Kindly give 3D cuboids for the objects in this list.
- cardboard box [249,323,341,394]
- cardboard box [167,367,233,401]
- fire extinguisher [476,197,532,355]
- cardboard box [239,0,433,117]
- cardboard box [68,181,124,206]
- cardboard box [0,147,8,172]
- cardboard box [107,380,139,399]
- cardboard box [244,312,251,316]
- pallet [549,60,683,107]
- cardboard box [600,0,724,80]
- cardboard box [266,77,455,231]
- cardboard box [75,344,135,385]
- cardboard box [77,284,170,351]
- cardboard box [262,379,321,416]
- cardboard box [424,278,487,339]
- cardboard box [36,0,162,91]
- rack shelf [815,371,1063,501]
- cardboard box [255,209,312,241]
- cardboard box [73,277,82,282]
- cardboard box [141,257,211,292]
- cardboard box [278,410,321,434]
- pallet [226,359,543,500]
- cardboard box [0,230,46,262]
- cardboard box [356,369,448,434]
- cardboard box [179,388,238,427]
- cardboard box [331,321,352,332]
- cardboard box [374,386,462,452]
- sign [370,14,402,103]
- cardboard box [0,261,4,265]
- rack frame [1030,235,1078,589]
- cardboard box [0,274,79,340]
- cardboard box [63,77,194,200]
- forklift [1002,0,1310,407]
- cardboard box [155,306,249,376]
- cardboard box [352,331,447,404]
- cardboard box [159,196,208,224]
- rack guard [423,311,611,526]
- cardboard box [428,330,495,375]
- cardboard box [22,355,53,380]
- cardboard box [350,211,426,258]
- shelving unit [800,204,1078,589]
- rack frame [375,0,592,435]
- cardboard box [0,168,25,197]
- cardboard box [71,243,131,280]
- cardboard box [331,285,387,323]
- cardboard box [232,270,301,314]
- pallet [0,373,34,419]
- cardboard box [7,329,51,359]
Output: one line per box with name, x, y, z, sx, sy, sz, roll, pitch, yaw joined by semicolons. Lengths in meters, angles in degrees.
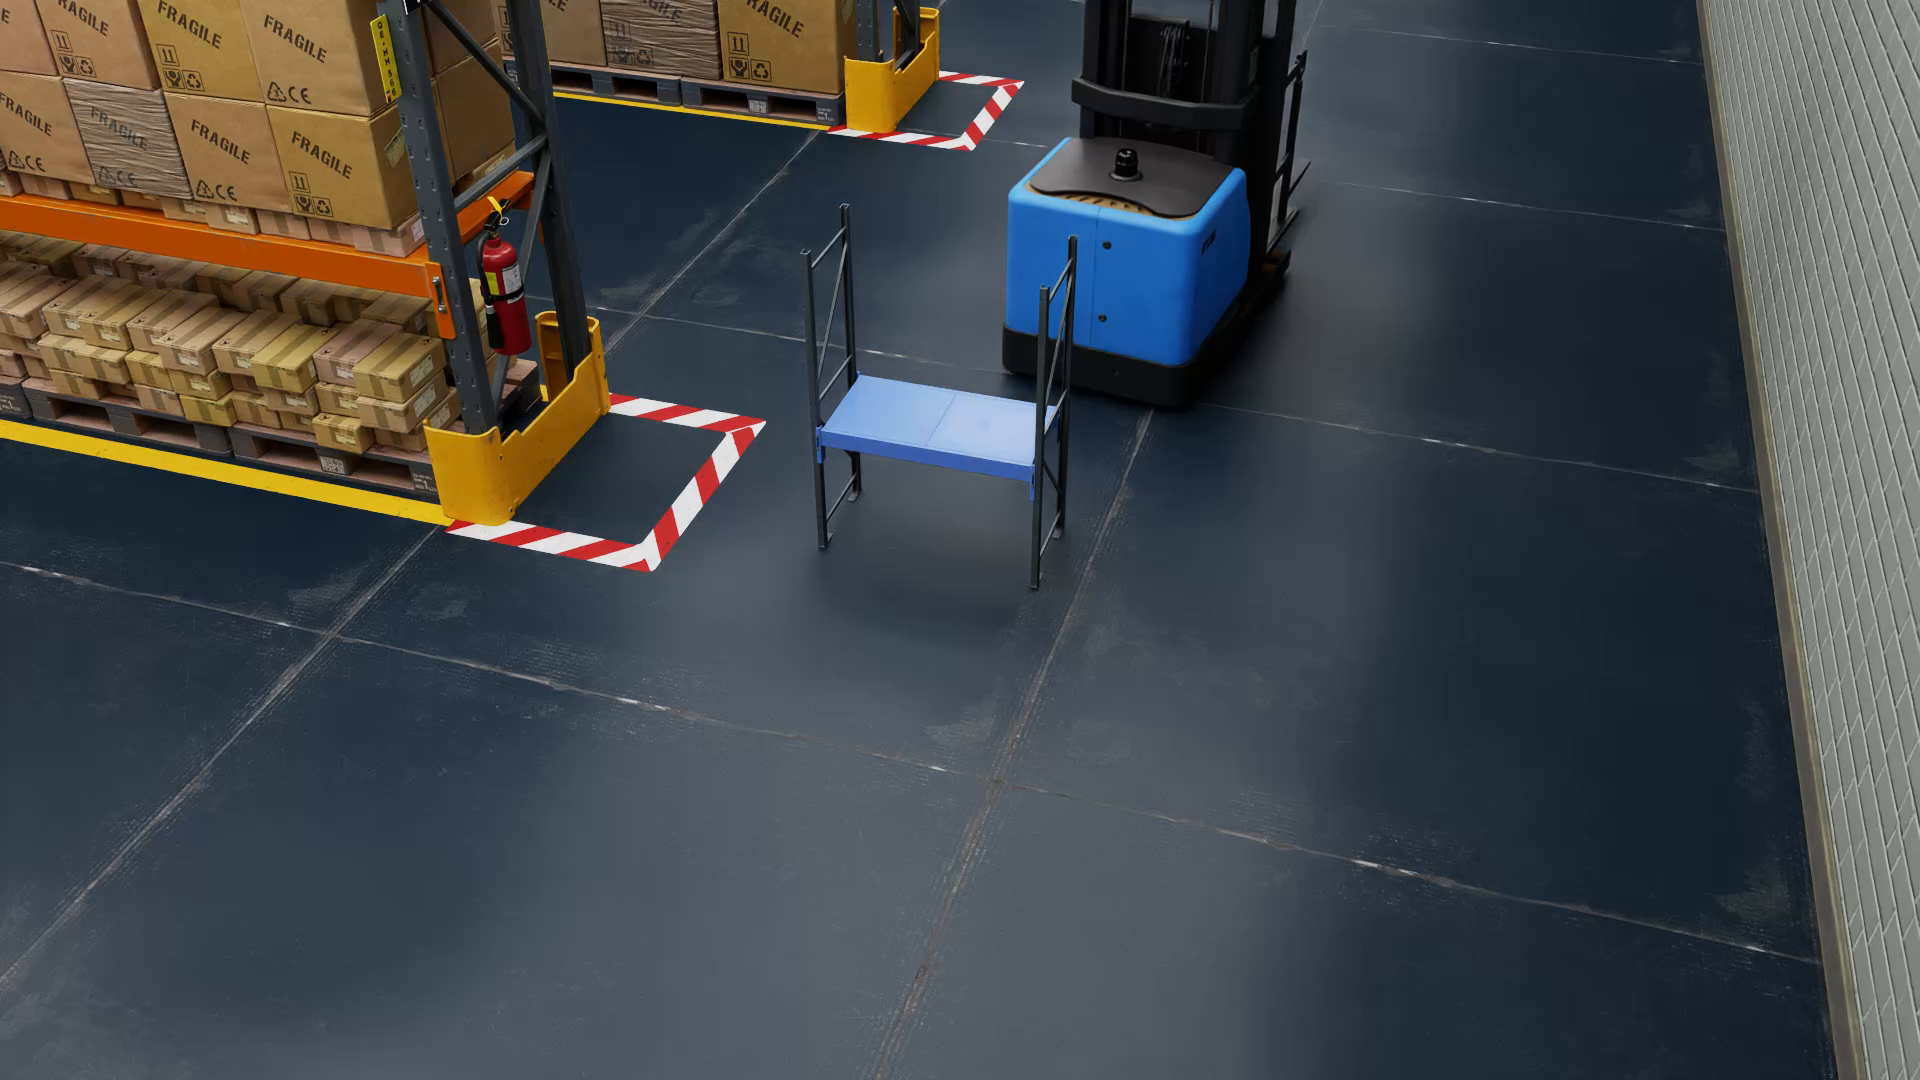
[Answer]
cardboard box;-3.162;-0.872;7.953;0.250;0.149;0.380;10;37;13
cardboard box;-3.657;-0.858;8.185;0.250;0.149;0.380;11;38;15
fire extinguisher;-1.971;-1.123;7.125;0.183;0.674;0.296;10;38;14
cardboard box;-2.584;-2.113;6.911;0.500;0.500;0.500;10;37;13
cardboard box;-3.930;-1.722;7.771;0.250;0.149;0.380;11;38;15
cardboard box;-4.549;-2.054;7.675;0.500;0.500;0.500;10;37;13
cardboard box;-4.116;-0.882;8.469;0.250;0.149;0.380;12;38;15
cardboard box;-3.496;-1.162;8.598;0.250;0.149;0.380;9;37;12
pallet;-2.445;-3.589;12.449;1.213;0.211;1.003;10;38;14
cardboard box;-2.001;-3.941;12.012;0.875;0.875;0.875;10;38;14
cardboard box;-2.579;-1.704;7.199;0.500;0.500;0.500;11;38;15
cardboard box;-4.167;-0.946;8.305;0.250;0.149;0.380;11;38;14
cardboard box;-4.140;-1.109;8.275;0.250;0.149;0.380;11;38;14
cardboard box;-3.159;-0.773;8.070;0.250;0.149;0.380;9;37;12
cardboard box;-2.472;-1.155;8.338;0.250;0.149;0.380;9;37;12
cardboard box;-3.567;-2.289;7.151;0.500;0.500;0.500;12;38;16
rack shelf;-0.081;-0.474;7.433;1.000;0.185;0.538;10;38;14
cardboard box;-2.939;-1.508;7.480;0.250;0.149;0.380;10;38;13
cardboard box;-4.514;-1.370;8.881;0.250;0.149;0.380;11;38;15
cardboard box;-4.003;-1.367;8.626;0.250;0.149;0.380;11;38;14
cardboard box;-3.140;-0.690;8.207;0.250;0.149;0.380;10;38;14
pallet;-2.911;-0.664;8.474;1.213;0.211;1.003;10;38;14
cardboard box;-4.979;-1.599;8.941;0.250;0.149;0.380;10;38;13
cardboard box;-2.662;-0.683;7.947;0.250;0.149;0.380;10;37;13
cardboard box;-3.642;-0.735;8.270;0.250;0.149;0.380;9;37;12
cardboard box;-3.002;-1.062;8.462;0.250;0.149;0.380;11;38;14
cardboard box;-2.638;-0.606;8.094;0.250;0.149;0.380;11;38;15
sign;-2.258;-1.893;6.548;0.005;0.325;0.100;10;38;14
cardboard box;-5.123;-1.300;8.535;0.250;0.149;0.380;10;38;13
rack frame;0.404;-0.529;7.204;0.032;1.500;0.500;10;38;14
cardboard box;-4.649;-1.176;8.366;0.250;0.149;0.380;11;38;15
cardboard box;-3.556;-1.882;7.441;0.500;0.500;0.500;11;38;14
forklift;1.308;-2.729;8.986;1.130;2.935;3.031;15;39;20
cardboard box;-3.663;-0.969;8.085;0.250;0.149;0.380;12;38;16
cardboard box;-2.654;-0.821;7.884;0.250;0.149;0.380;11;38;14
cardboard box;-3.432;-1.603;7.609;0.250;0.149;0.380;9;37;12
rack guard;-2.146;-0.617;8.166;0.348;0.500;1.175;10;38;14
cardboard box;-2.497;-0.989;8.363;0.250;0.149;0.380;12;38;16
cardboard box;-4.609;-0.986;8.610;0.250;0.149;0.380;9;37;12
cardboard box;-2.469;-1.407;7.342;0.250;0.149;0.380;11;38;14
shelving unit;-0.081;-0.619;7.326;1.048;1.500;0.538;10;38;14
rack frame;-2.073;-1.610;7.407;0.127;3.000;1.000;10;38;14
cardboard box;-4.447;-1.775;7.844;0.250;0.149;0.380;12;38;16
cardboard box;-4.468;-1.514;8.825;0.250;0.149;0.380;9;37;12
cardboard box;-2.974;-1.253;8.471;0.250;0.149;0.380;10;38;14
cardboard box;-3.497;-1.304;8.541;0.250;0.149;0.380;12;38;16
pallet;-5.240;-1.095;9.060;1.213;0.211;1.003;10;38;14
cardboard box;-4.617;-1.085;8.493;0.250;0.149;0.380;12;38;16
